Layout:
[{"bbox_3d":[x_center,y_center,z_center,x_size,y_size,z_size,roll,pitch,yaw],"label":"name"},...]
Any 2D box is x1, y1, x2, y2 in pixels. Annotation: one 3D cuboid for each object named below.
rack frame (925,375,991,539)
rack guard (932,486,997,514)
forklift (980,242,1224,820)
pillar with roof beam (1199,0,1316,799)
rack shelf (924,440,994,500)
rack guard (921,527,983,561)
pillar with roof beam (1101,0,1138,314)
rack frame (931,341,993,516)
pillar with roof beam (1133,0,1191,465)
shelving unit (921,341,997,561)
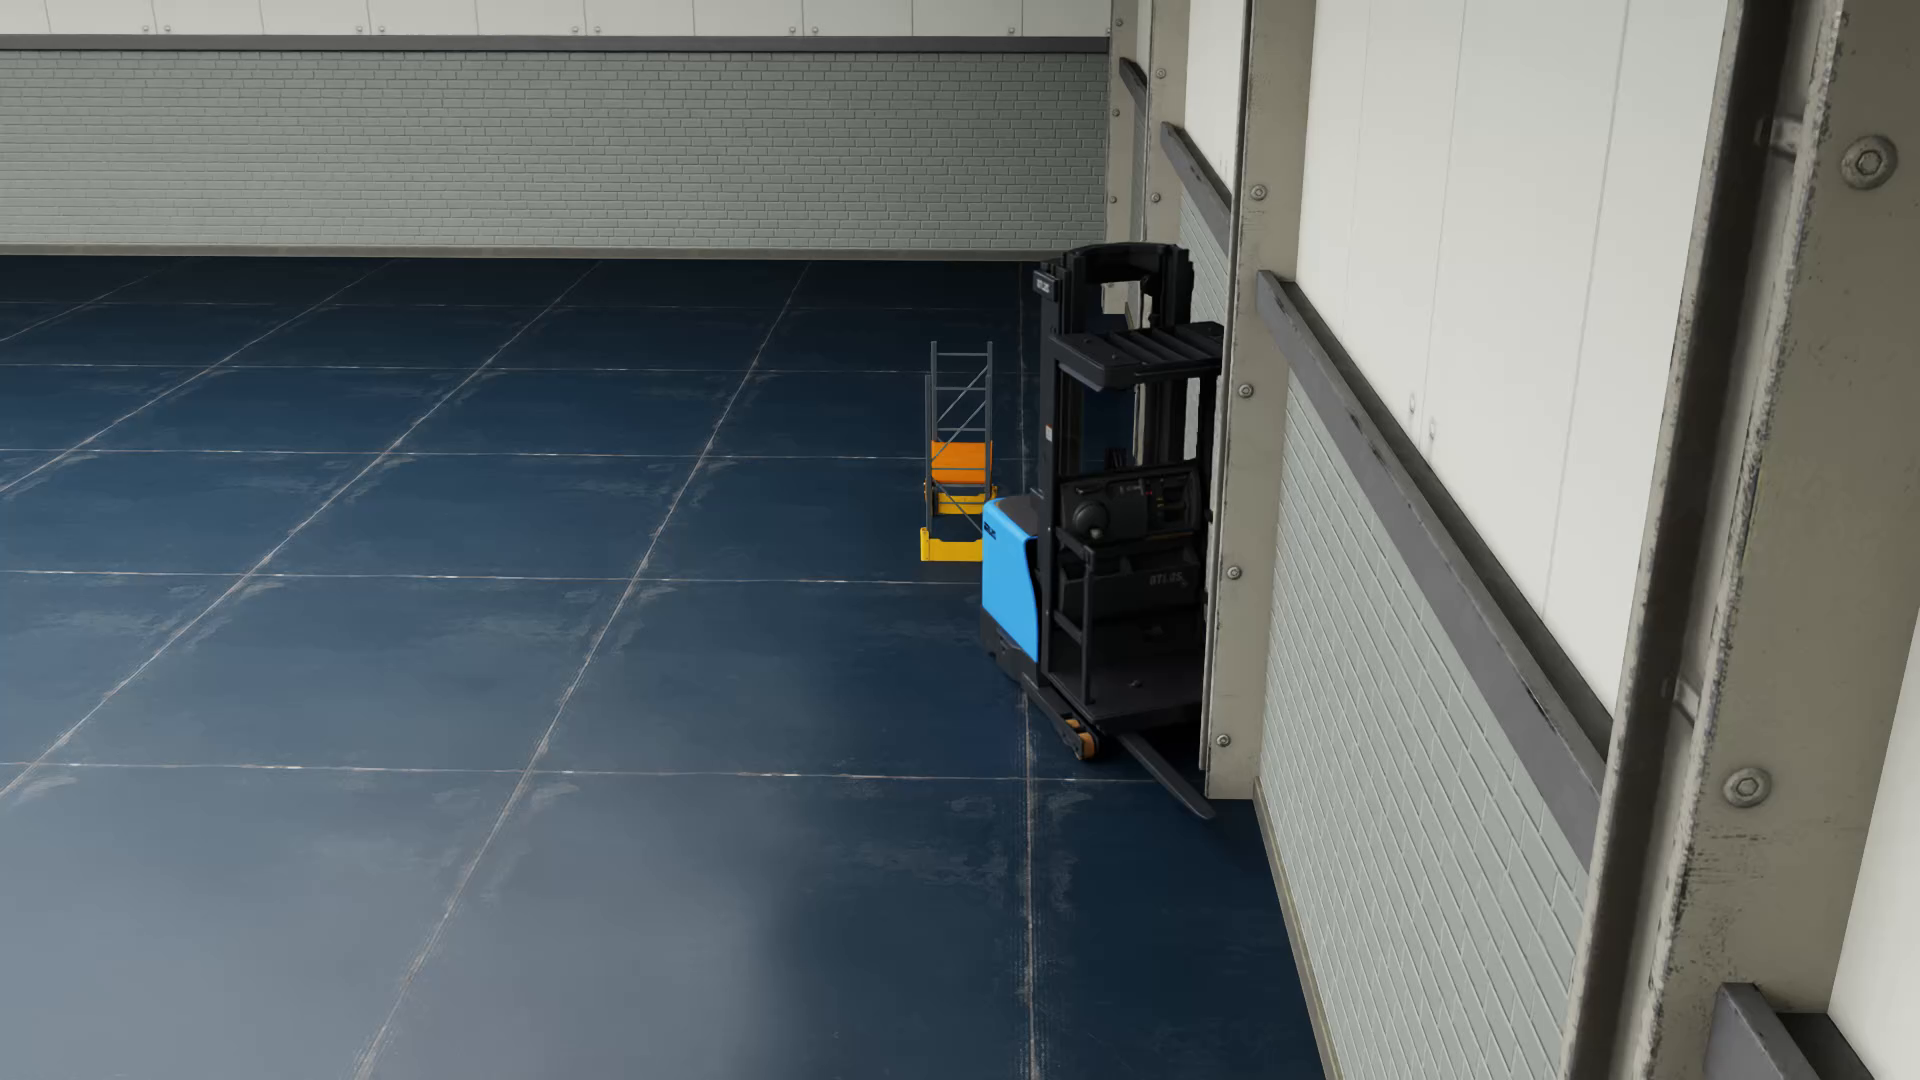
[{"bbox_3d":[-0.013,-0.546,12.863,0.500,1.500,0.032,1,21,2],"label":"rack frame"},{"bbox_3d":[0.017,-0.324,14.019,0.587,0.250,0.087,1,21,2],"label":"rack guard"},{"bbox_3d":[1.125,-0.200,9.994,1.130,2.935,3.031,-8,22,-19],"label":"forklift"},{"bbox_3d":[-2.716,-2.811,8.334,9.100,9.000,0.400,1,21,2],"label":"pillar with roof beam"},{"bbox_3d":[0.003,-0.562,13.402,0.538,0.185,1.000,1,21,2],"label":"rack shelf"},{"bbox_3d":[-0.013,0.036,13.091,0.587,0.250,0.087,1,21,2],"label":"rack guard"},{"bbox_3d":[-2.351,-7.150,19.516,9.100,9.000,0.400,1,21,2],"label":"pillar with roof beam"},{"bbox_3d":[0.018,-0.914,13.811,0.500,1.500,0.032,1,21,2],"label":"rack frame"},{"bbox_3d":[-2.534,-4.981,13.925,9.100,9.000,0.400,1,21,2],"label":"pillar with roof beam"},{"bbox_3d":[0.002,-0.727,13.329,0.587,1.500,1.083,1,21,2],"label":"shelving unit"}]
